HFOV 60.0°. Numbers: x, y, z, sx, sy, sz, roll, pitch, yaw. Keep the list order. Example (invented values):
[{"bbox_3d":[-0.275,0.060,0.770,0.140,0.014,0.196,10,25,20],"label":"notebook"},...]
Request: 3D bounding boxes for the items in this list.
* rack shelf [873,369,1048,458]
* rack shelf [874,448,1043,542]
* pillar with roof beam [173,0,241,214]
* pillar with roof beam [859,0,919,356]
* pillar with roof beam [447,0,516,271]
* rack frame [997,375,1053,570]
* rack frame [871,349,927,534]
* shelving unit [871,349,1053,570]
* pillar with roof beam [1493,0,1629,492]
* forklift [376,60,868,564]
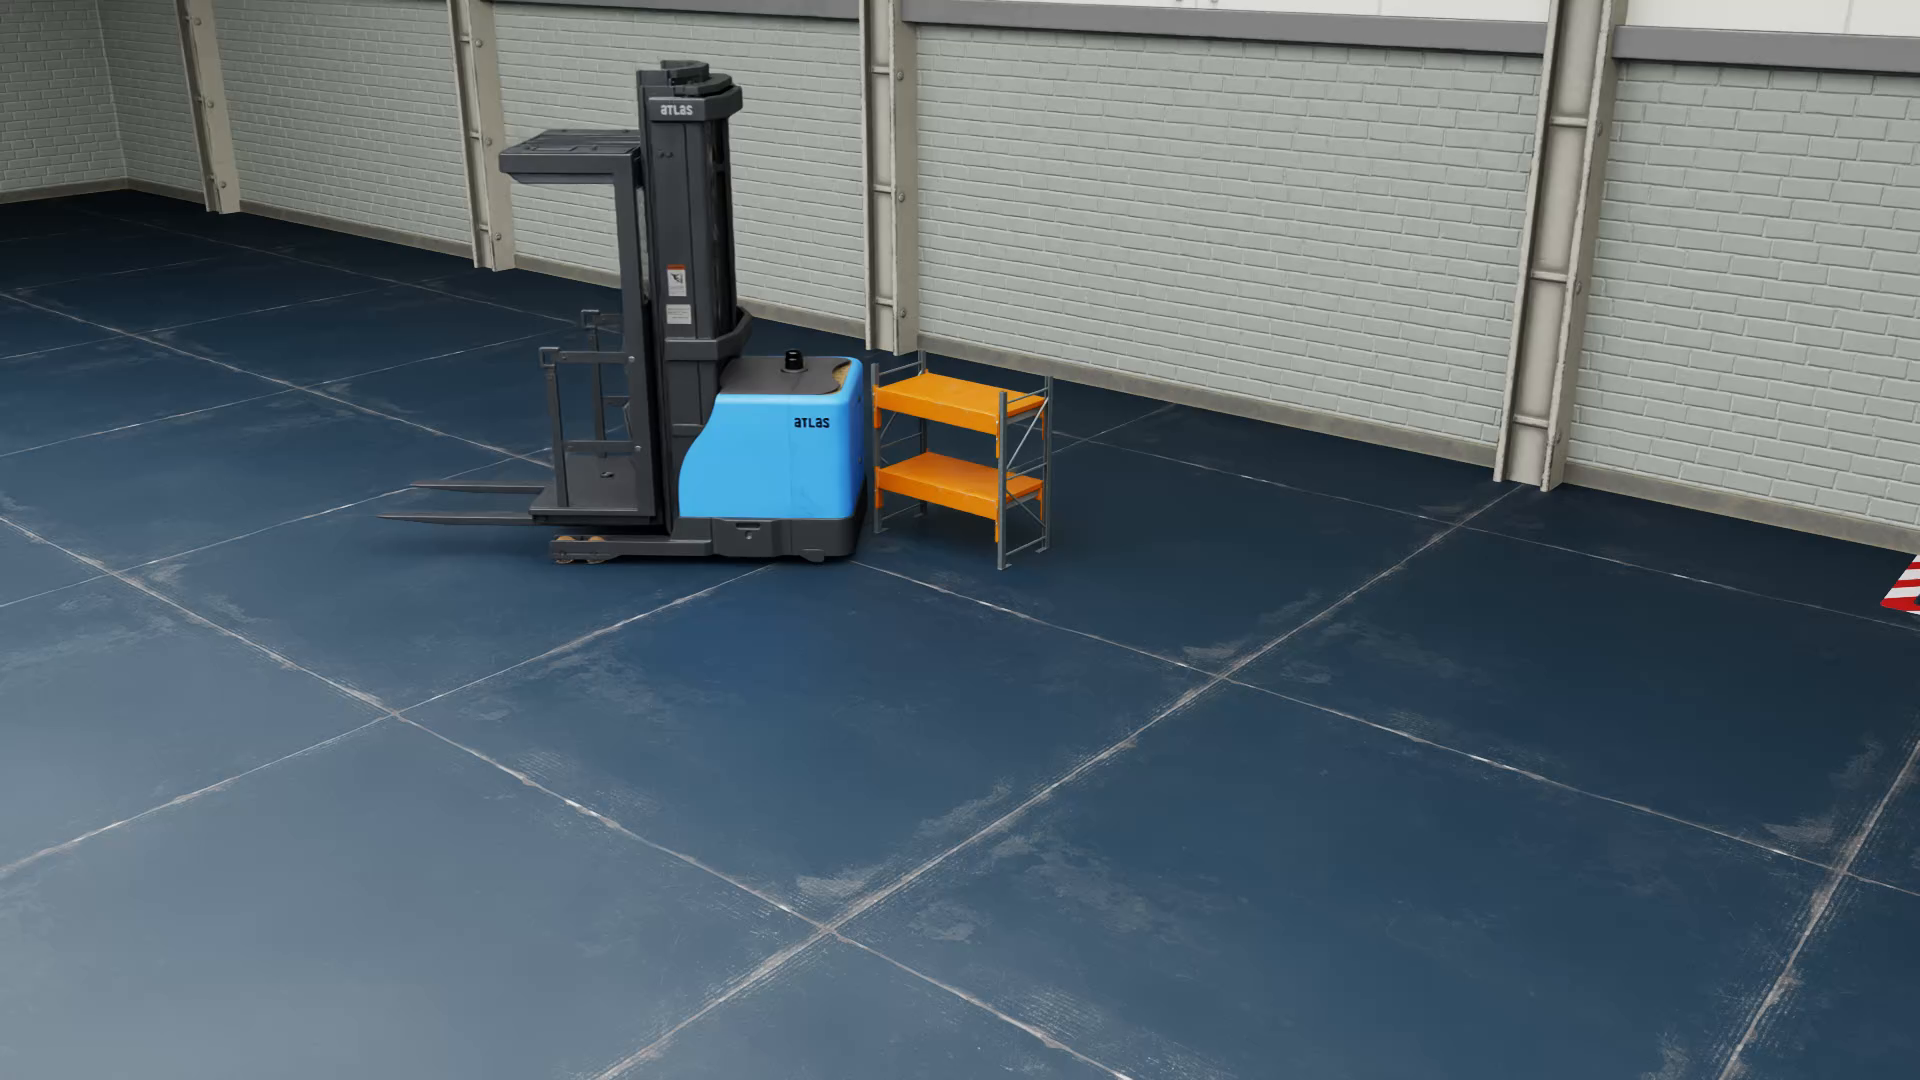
[{"bbox_3d":[0.005,-0.799,10.362,1.000,0.278,0.538,16,26,36],"label":"rack shelf"},{"bbox_3d":[0.005,-0.296,10.552,1.000,0.278,0.538,16,26,36],"label":"rack shelf"},{"bbox_3d":[-12.640,-7.470,17.723,0.400,9.000,9.100,16,26,36],"label":"pillar with roof beam"},{"bbox_3d":[-3.344,-4.792,10.623,0.400,9.000,9.100,16,26,36],"label":"pillar with roof beam"},{"bbox_3d":[-7.992,-6.131,14.173,0.400,9.000,9.100,16,26,36],"label":"pillar with roof beam"},{"bbox_3d":[0.399,-0.411,10.165,0.032,1.125,0.500,16,26,36],"label":"rack frame"},{"bbox_3d":[-0.389,-0.638,10.766,0.032,1.125,0.500,16,26,36],"label":"rack frame"},{"bbox_3d":[0.005,-0.525,10.466,1.048,1.125,0.538,16,26,36],"label":"shelving unit"},{"bbox_3d":[1.305,-3.454,7.074,0.400,9.000,9.100,16,26,36],"label":"pillar with roof beam"},{"bbox_3d":[-2.145,-1.409,10.251,3.031,2.935,1.130,1,21,2],"label":"forklift"}]
